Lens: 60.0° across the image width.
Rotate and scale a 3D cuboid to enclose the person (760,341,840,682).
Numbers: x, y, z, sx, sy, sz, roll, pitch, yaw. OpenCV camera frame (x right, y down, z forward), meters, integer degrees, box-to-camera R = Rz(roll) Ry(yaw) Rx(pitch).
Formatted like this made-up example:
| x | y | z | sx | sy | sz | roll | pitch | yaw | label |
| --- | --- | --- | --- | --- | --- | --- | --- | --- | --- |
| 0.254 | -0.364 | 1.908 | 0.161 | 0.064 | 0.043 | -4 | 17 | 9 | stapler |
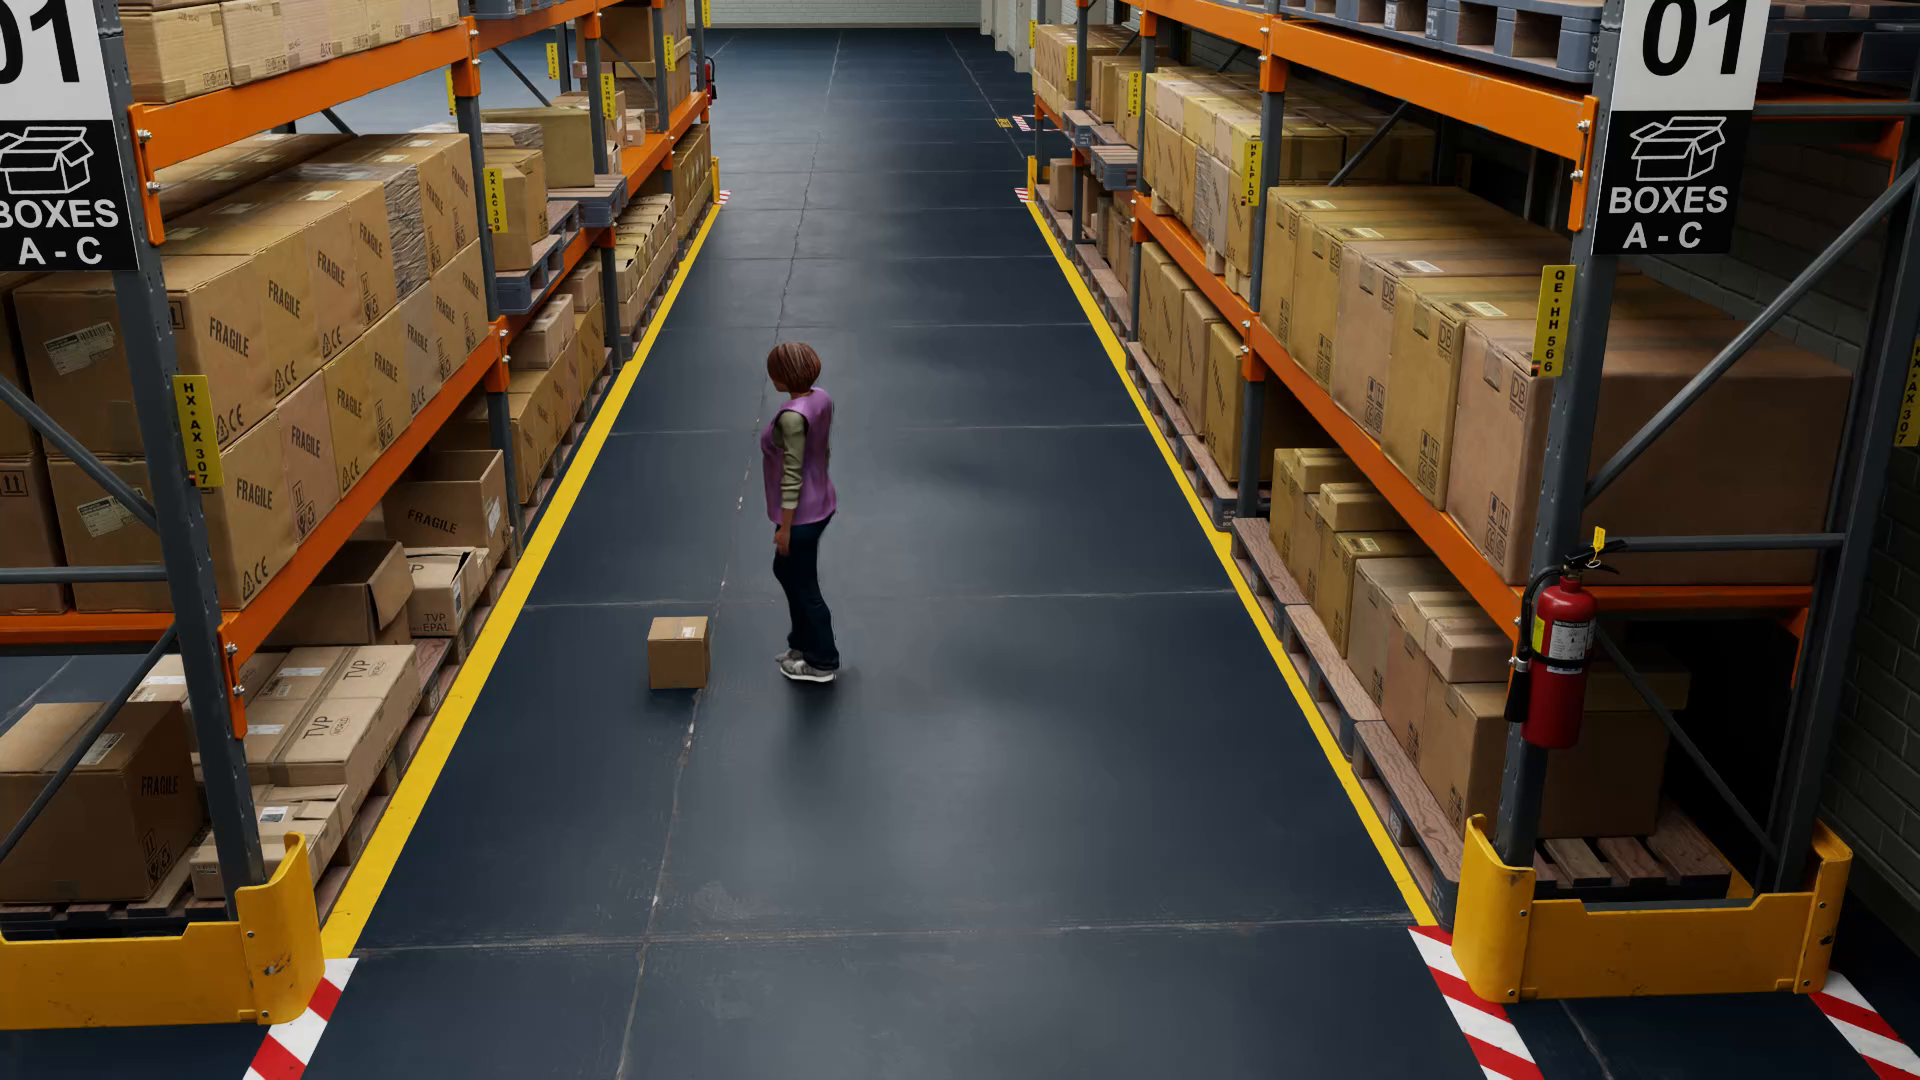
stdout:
| x | y | z | sx | sy | sz | roll | pitch | yaw | label |
| --- | --- | --- | --- | --- | --- | --- | --- | --- | --- |
| -0.735 | -0.095 | 7.376 | 0.382 | 1.633 | 0.453 | 5 | 21 | 13 | person |
